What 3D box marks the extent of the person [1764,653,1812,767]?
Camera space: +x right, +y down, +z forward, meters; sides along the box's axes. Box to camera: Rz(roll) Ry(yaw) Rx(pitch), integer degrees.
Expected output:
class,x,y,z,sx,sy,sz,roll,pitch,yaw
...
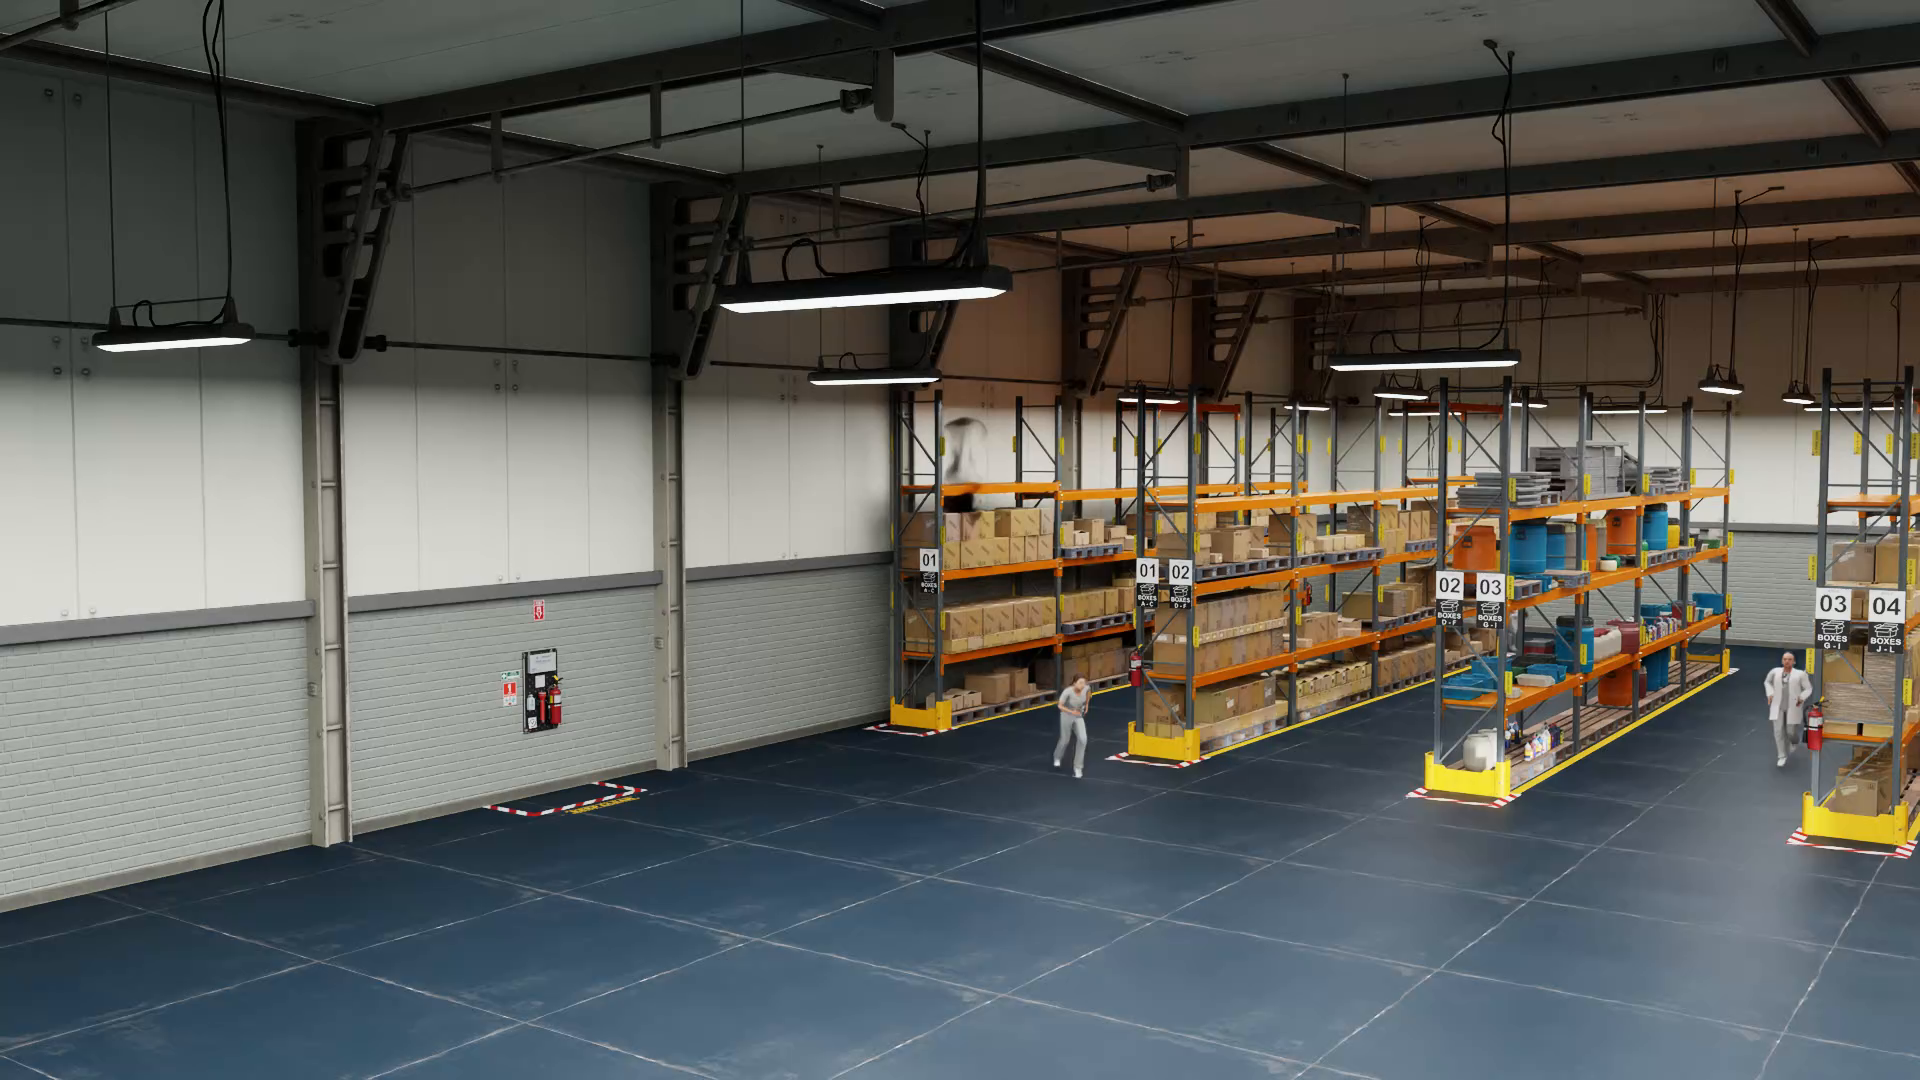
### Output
class,x,y,z,sx,sy,sz,roll,pitch,yaw
person,13.052,2.660,26.273,0.699,1.765,0.880,2,4,37

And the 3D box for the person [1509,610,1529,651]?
class,x,y,z,sx,sy,sz,roll,pitch,yaw
person,13.590,1.856,40.692,0.700,1.723,0.582,-1,3,-13

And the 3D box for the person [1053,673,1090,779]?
class,x,y,z,sx,sy,sz,roll,pitch,yaw
person,1.688,2.801,25.454,0.605,1.625,0.952,-1,3,-23
